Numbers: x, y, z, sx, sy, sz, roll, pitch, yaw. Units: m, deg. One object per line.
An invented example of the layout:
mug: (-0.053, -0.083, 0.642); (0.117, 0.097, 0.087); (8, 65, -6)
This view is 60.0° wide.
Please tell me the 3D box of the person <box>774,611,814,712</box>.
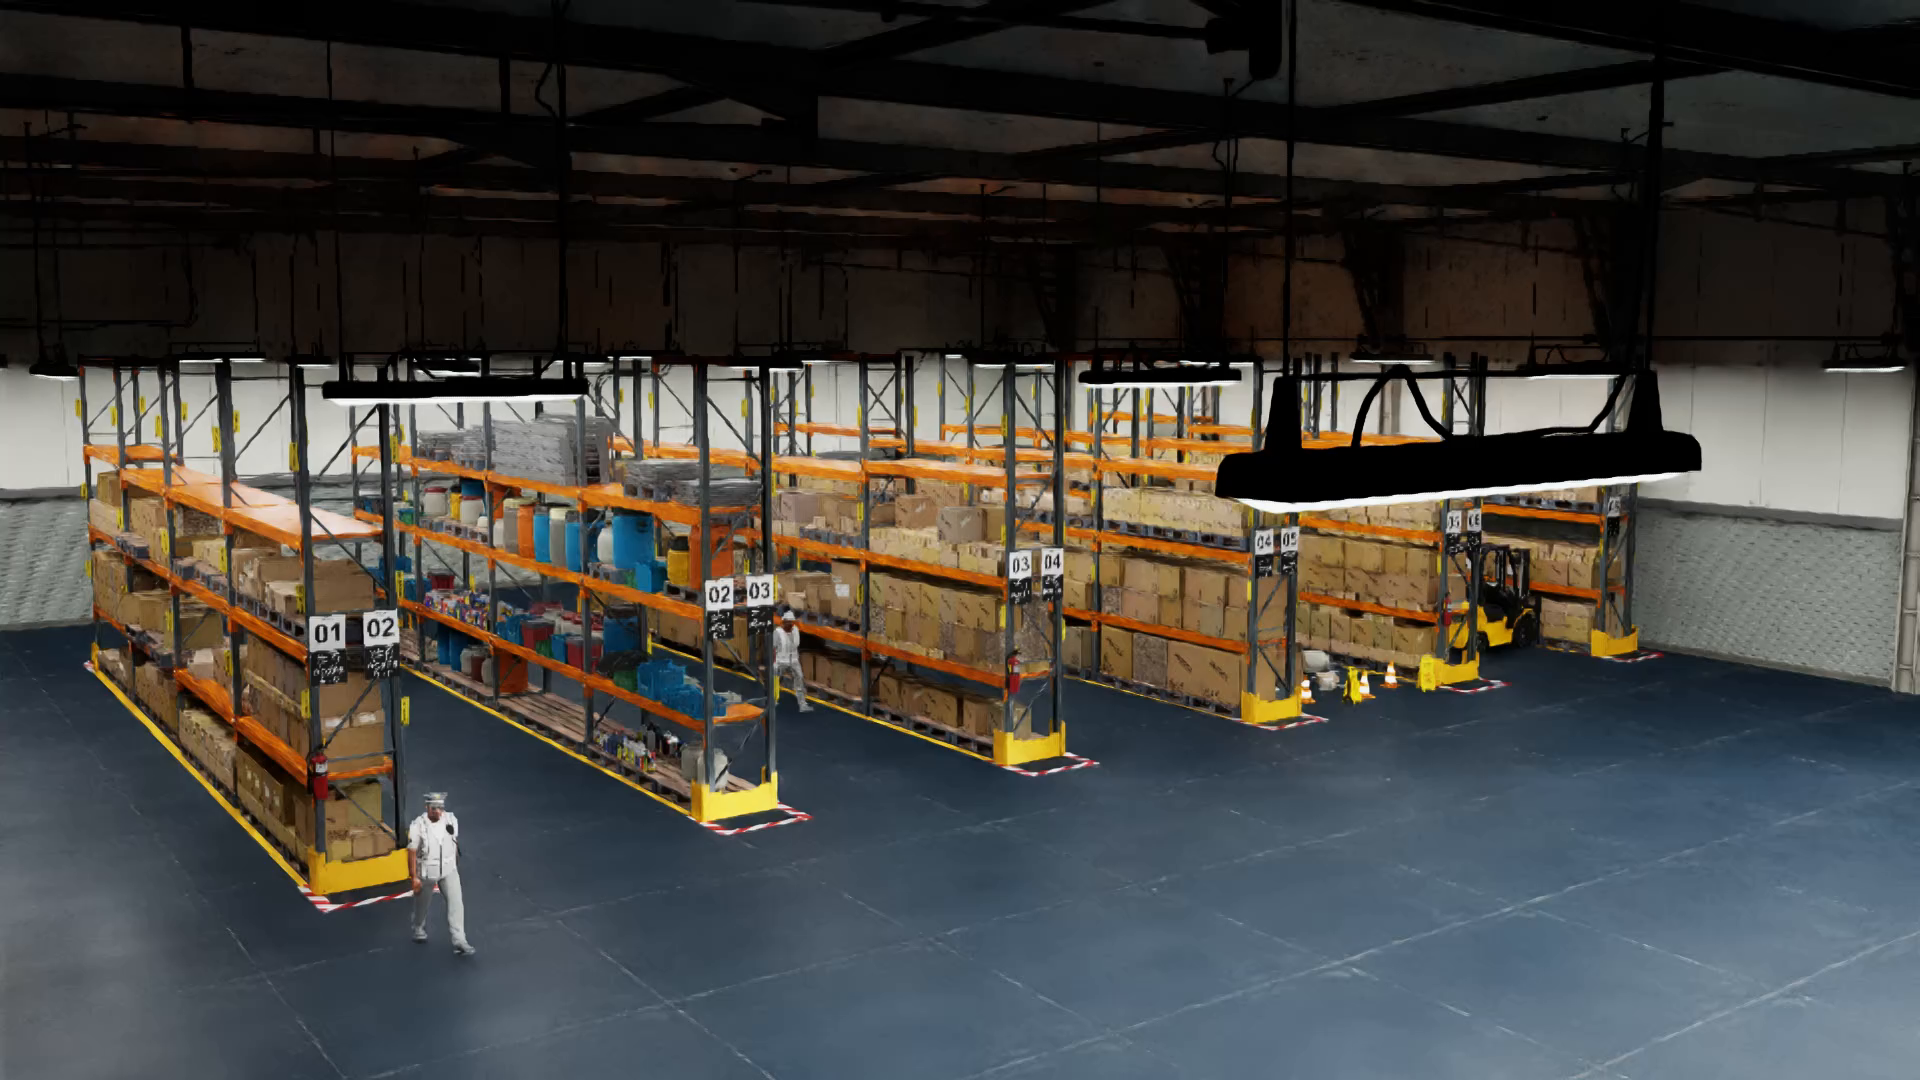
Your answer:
person: (-2.937, 2.046, 28.299); (0.566, 1.706, 1.122); (-4, 8, -32)

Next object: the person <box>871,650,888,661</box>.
person: (-1.485, 1.663, 31.486); (0.677, 1.741, 0.551); (-5, 9, -36)

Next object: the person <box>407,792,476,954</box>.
person: (-5.432, 3.404, 17.205); (0.542, 1.675, 1.126); (-5, 8, -33)
